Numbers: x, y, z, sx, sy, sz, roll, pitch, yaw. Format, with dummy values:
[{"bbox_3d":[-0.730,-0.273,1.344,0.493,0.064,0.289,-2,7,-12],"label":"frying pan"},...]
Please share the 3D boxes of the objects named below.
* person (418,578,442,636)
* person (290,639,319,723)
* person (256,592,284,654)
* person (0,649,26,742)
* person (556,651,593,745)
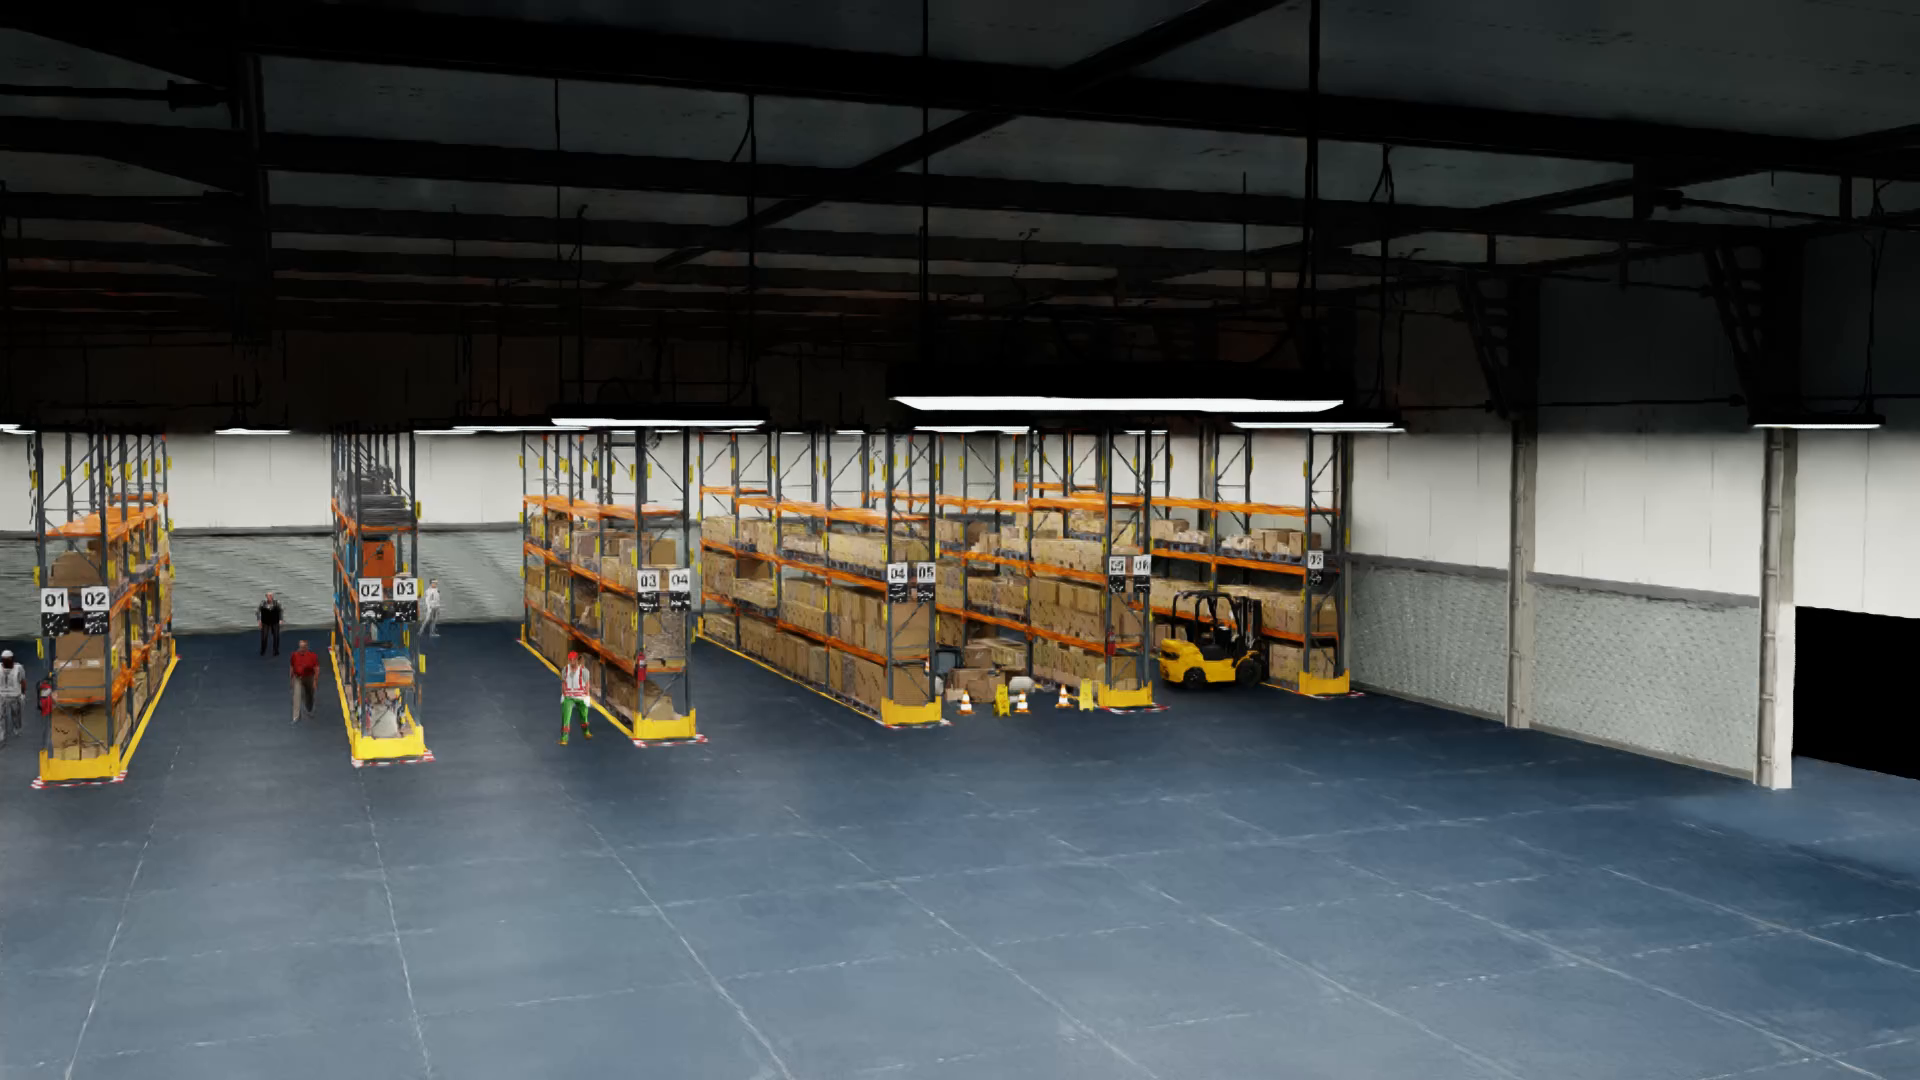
[{"bbox_3d":[-15.184,1.930,47.517,0.491,1.664,0.668,2,4,24],"label":"person"},{"bbox_3d":[-13.129,2.795,33.306,0.546,1.640,1.101,-1,4,-19],"label":"person"},{"bbox_3d":[-18.065,2.175,43.530,0.663,1.674,0.534,-2,4,-24],"label":"person"},{"bbox_3d":[-17.901,2.890,31.308,0.563,1.690,1.116,-2,4,-24],"label":"person"},{"bbox_3d":[-7.189,2.925,31.028,0.595,1.746,0.984,0,4,1],"label":"person"}]
